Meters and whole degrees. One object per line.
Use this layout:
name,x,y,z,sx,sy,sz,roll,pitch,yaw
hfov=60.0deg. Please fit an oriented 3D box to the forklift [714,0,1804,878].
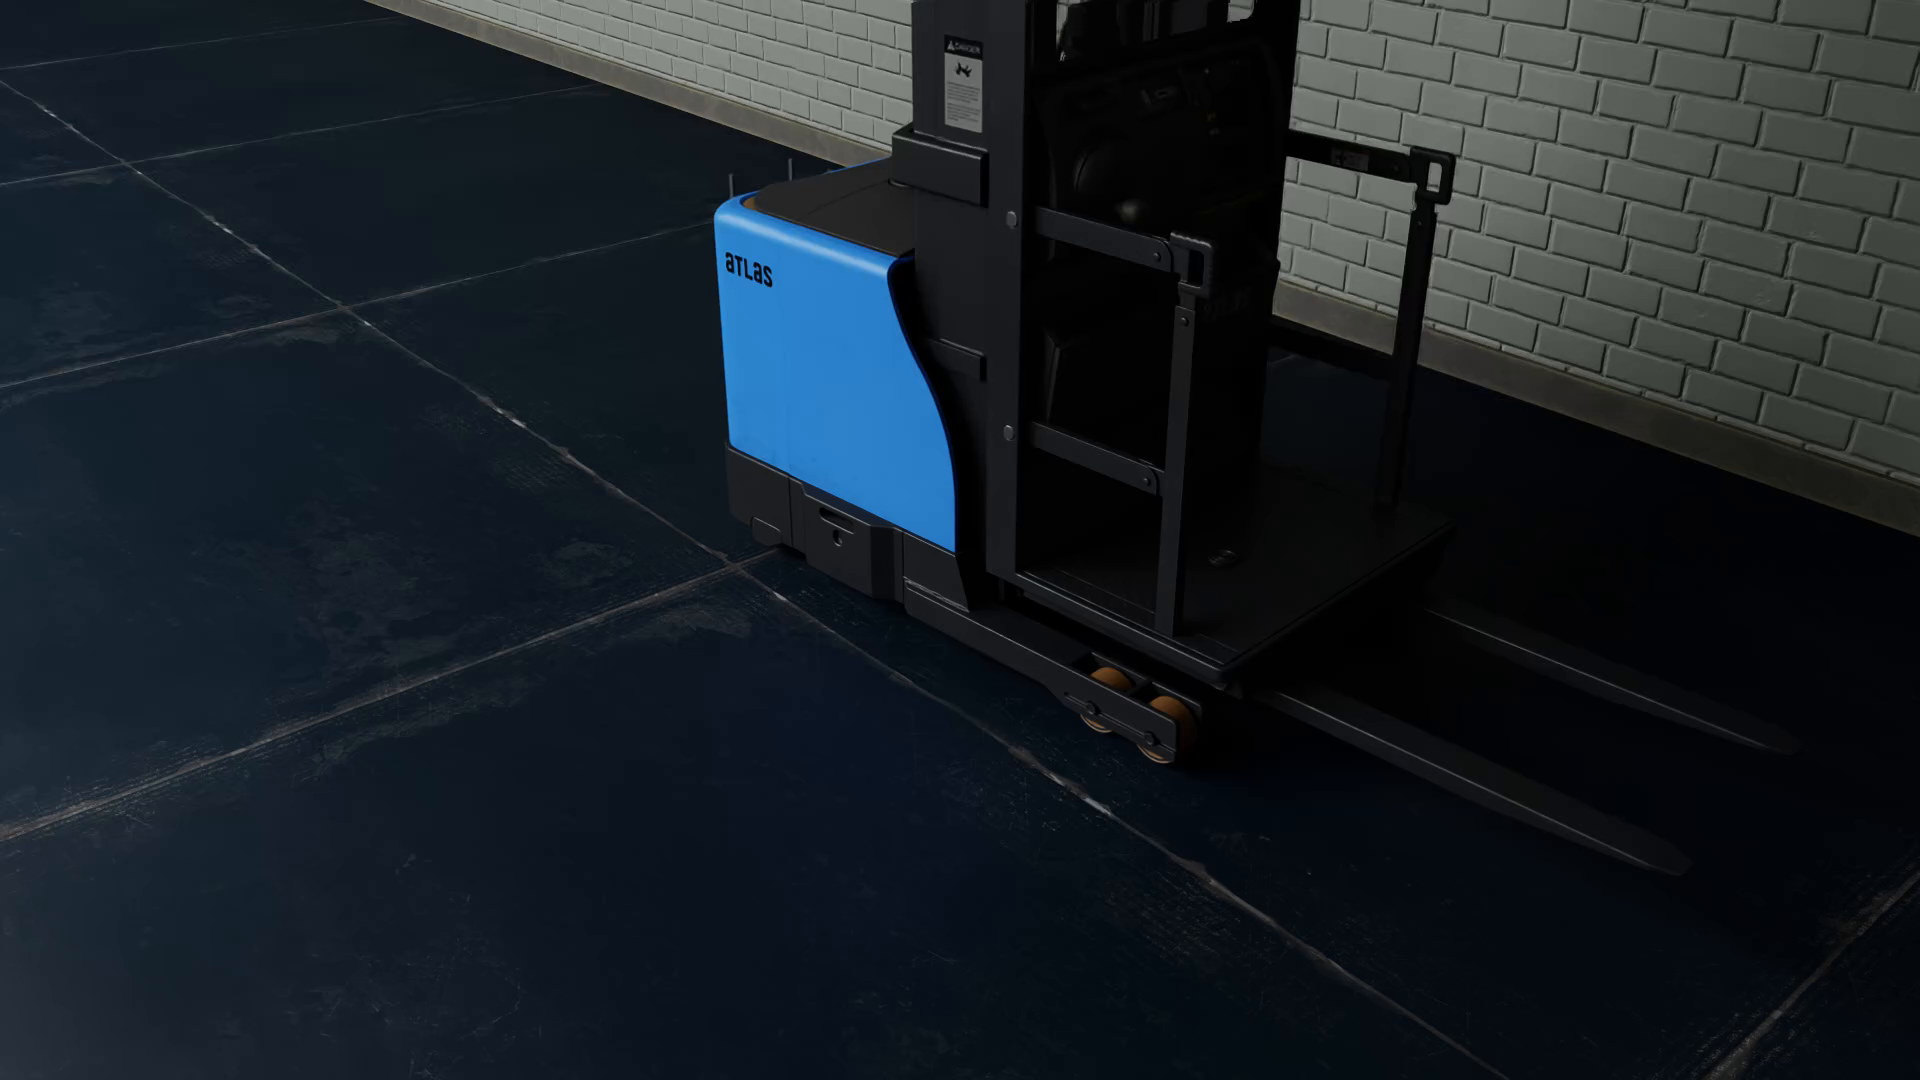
forklift,0.668,-1.004,4.037,3.031,2.935,1.130,25,37,38

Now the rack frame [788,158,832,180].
rack frame,-0.475,-0.727,5.514,0.200,1.050,0.008,24,36,38

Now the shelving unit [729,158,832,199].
shelving unit,-0.559,-0.685,5.436,0.215,1.050,0.252,24,36,38

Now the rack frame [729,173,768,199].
rack frame,-0.644,-0.644,5.358,0.200,1.050,0.008,24,36,38
